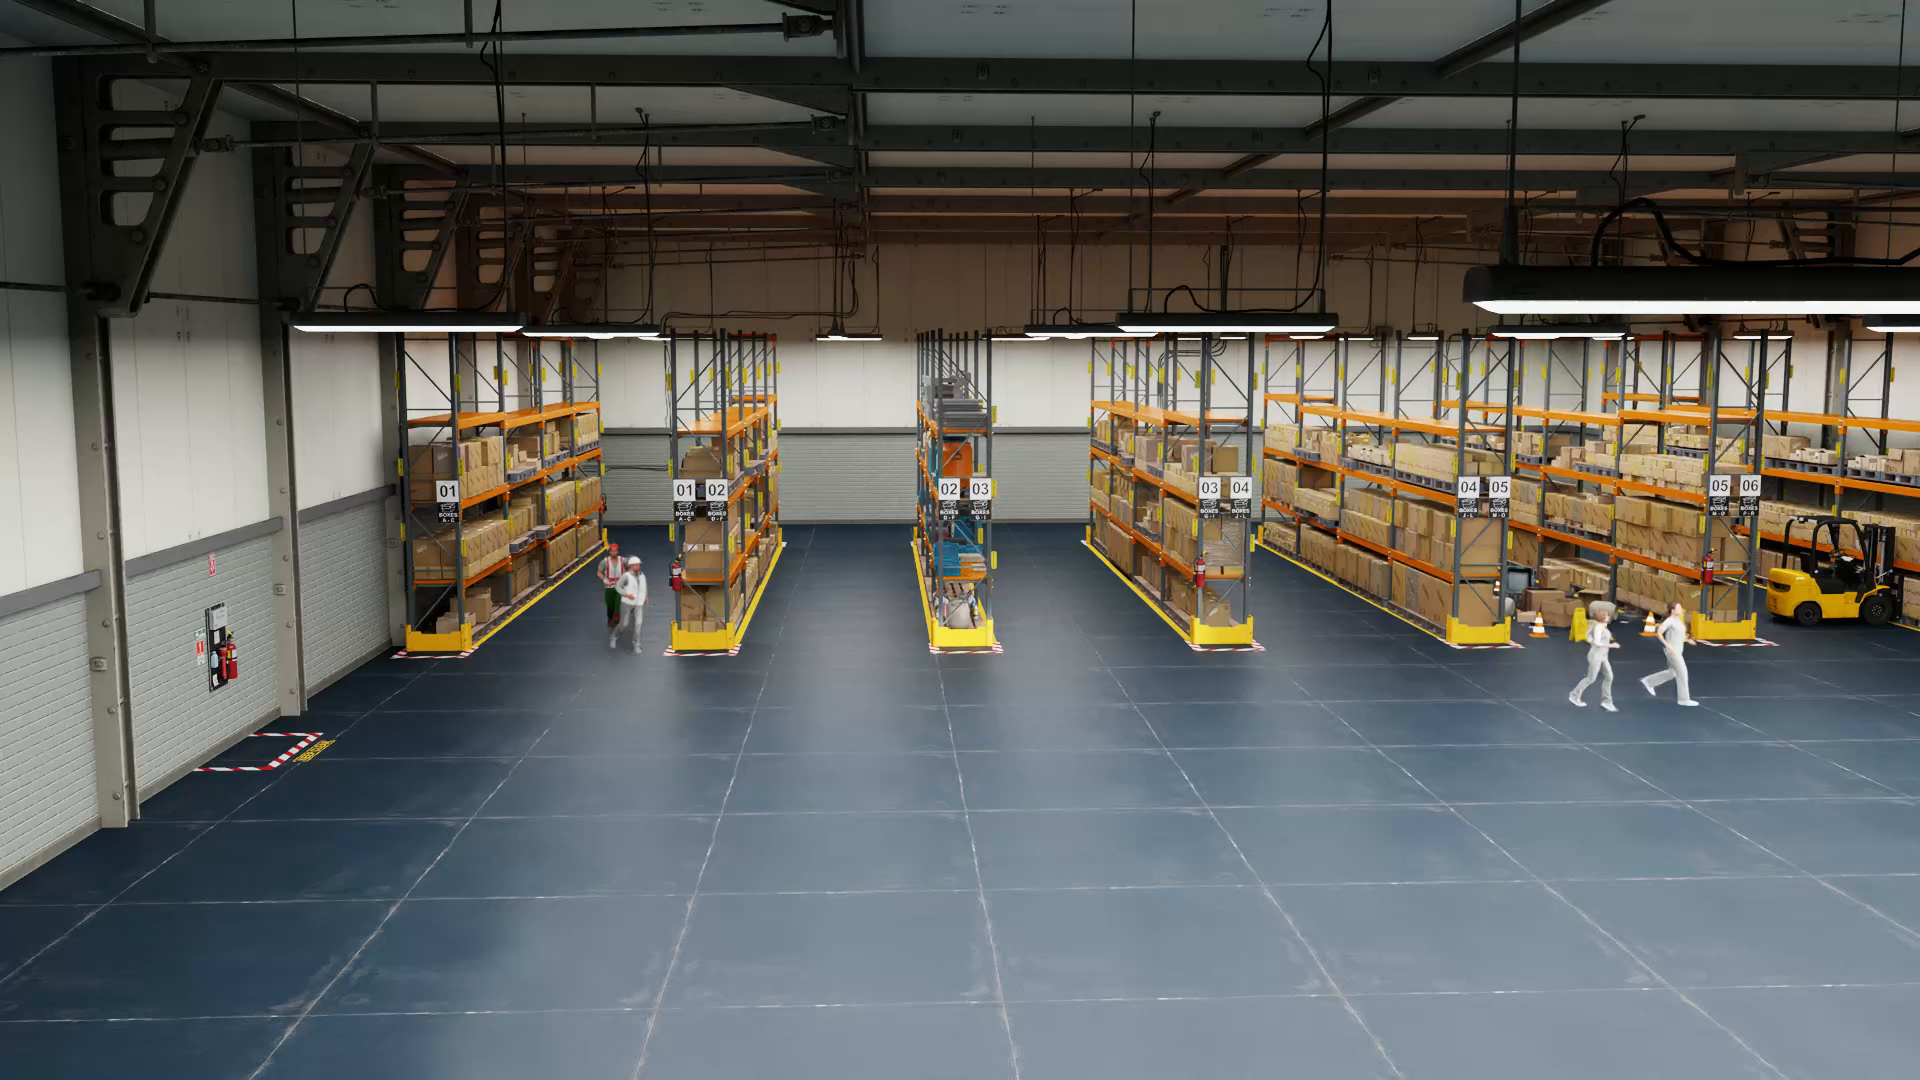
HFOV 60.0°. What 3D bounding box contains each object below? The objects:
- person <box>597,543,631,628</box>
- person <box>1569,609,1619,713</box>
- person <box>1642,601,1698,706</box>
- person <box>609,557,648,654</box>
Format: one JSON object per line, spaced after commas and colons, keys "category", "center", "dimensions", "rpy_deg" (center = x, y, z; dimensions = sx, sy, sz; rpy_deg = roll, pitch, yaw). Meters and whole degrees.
{"category": "person", "center": [-6.857, 0.950, 33.064], "dimensions": [0.685, 1.790, 0.833], "rpy_deg": [-2, 7, -14]}
{"category": "person", "center": [9.922, 1.878, 25.977], "dimensions": [0.731, 1.637, 0.524], "rpy_deg": [4, 8, 32]}
{"category": "person", "center": [11.313, 1.779, 26.454], "dimensions": [0.907, 1.645, 0.593], "rpy_deg": [6, 9, 41]}
{"category": "person", "center": [-6.079, 1.195, 31.000], "dimensions": [0.725, 1.758, 0.949], "rpy_deg": [-5, 8, -36]}
